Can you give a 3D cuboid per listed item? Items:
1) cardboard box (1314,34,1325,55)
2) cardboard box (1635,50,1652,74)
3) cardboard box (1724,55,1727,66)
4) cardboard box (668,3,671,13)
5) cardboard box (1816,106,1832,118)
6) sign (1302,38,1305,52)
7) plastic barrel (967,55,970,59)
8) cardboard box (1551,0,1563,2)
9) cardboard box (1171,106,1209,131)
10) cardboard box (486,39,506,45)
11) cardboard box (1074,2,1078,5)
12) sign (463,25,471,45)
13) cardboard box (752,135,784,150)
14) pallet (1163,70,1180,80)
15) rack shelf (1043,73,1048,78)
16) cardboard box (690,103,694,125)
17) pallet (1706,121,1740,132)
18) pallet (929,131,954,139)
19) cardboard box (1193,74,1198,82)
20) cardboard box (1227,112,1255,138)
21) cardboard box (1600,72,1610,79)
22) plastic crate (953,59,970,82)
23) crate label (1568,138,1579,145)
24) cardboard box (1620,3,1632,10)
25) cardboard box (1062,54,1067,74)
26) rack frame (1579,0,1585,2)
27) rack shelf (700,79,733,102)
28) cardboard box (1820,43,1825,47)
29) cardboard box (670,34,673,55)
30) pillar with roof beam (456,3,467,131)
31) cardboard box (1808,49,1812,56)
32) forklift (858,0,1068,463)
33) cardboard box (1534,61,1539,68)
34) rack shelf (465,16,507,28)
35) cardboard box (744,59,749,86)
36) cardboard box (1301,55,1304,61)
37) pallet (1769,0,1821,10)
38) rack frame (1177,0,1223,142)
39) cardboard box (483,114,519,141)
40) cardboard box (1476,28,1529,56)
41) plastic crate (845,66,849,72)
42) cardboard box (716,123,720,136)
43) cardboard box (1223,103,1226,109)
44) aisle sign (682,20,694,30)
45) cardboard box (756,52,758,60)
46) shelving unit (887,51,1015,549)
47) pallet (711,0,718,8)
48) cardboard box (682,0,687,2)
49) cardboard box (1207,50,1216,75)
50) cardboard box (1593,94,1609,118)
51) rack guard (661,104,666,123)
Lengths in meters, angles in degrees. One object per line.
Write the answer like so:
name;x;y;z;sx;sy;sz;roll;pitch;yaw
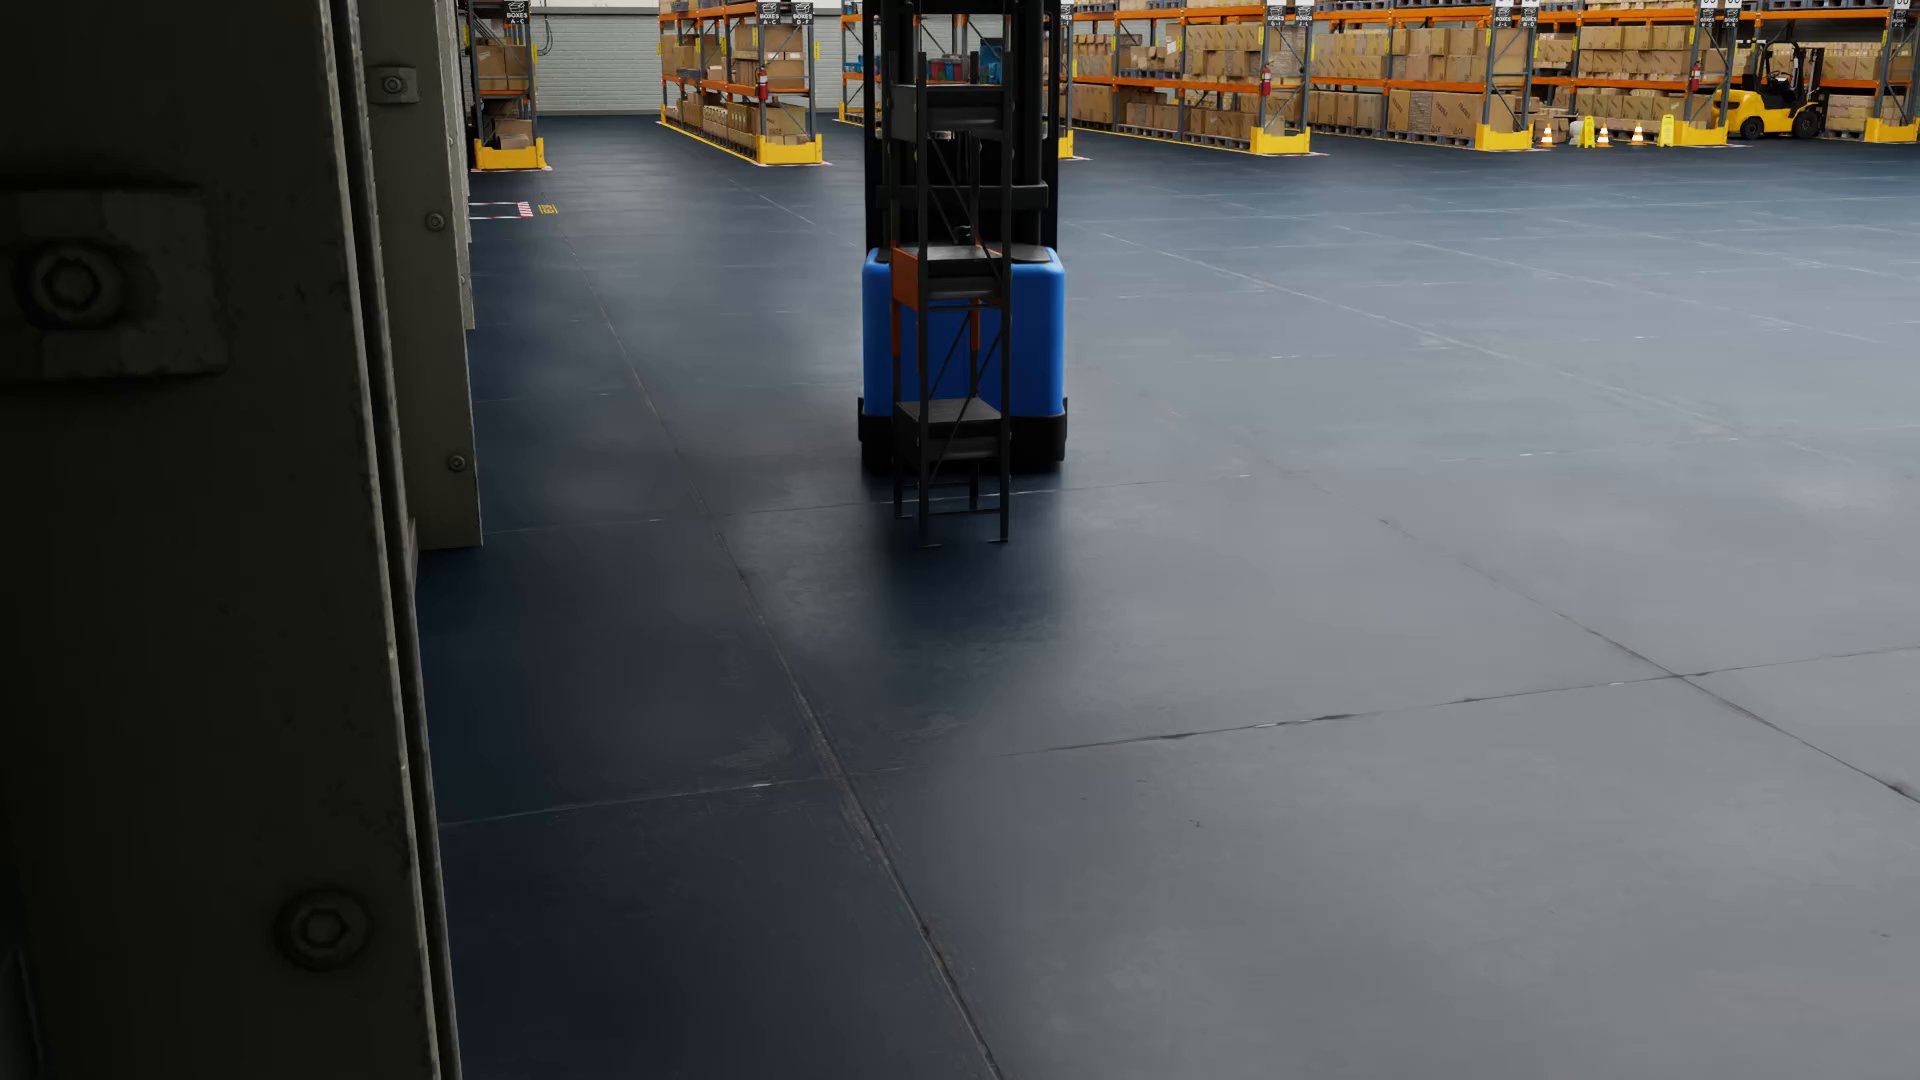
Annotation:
cardboard box;9.108;-12.123;40.685;0.700;0.500;0.500;-5;17;-16
cardboard box;15.243;-10.524;36.582;0.500;0.500;0.500;-5;17;-16
cardboard box;19.067;-11.852;41.088;0.500;0.250;0.500;-5;17;-17
cardboard box;-7.090;-13.436;42.015;0.500;0.250;0.500;-5;17;-15
cardboard box;19.972;-9.835;38.162;0.500;0.250;0.500;-5;17;-17
sign;8.475;-12.192;40.952;0.100;0.325;0.005;-5;17;-15
plastic barrel;0.280;-10.409;36.654;0.433;0.535;0.433;0;17;0
cardboard box;14.391;-12.890;39.468;0.500;0.250;0.500;-4;17;-15
cardboard box;5.148;-9.436;37.231;0.700;0.500;0.500;-6;18;-20
cardboard box;-9.864;-10.571;35.362;0.380;0.149;0.250;-8;18;-24
cardboard box;3.267;-13.989;42.692;0.700;0.500;0.500;-4;17;-14
sign;-8.431;-8.637;28.429;0.100;0.325;0.005;-5;17;-15
cardboard box;-3.562;-7.371;30.827;0.500;0.250;0.500;-5;17;-15
pallet;5.226;-10.382;37.133;1.003;0.211;1.213;-5;17;-15
rack shelf;2.548;-12.672;45.675;1.077;0.370;4.000;-5;17;-15
cardboard box;-6.104;-10.116;39.497;0.500;0.500;0.500;-5;18;-17
pallet;19.356;-10.293;41.351;1.003;0.211;1.213;-5;17;-15
pallet;-0.058;-9.076;37.299;1.003;0.211;1.213;-5;17;-15
cardboard box;5.218;-9.910;35.666;0.380;0.149;0.250;-5;17;-15
cardboard box;5.889;-8.659;34.681;0.500;0.500;0.500;-3;17;-10
cardboard box;14.859;-10.593;37.941;0.380;0.149;0.250;-4;17;-14
plastic crate;0.107;-9.999;35.416;0.402;0.464;0.583;-5;17;-15
crate label;13.316;-8.604;35.859;0.298;0.136;0.250;16;23;42
cardboard box;14.945;-11.881;37.014;0.380;0.149;0.250;-5;17;-16
cardboard box;2.984;-12.364;43.226;0.500;0.500;0.500;-5;17;-15
rack frame;14.825;-13.907;38.108;1.000;3.000;0.127;-5;17;-15
rack shelf;-4.779;-9.677;35.704;1.077;0.370;4.000;-5;17;-15
cardboard box;19.967;-11.328;38.133;0.380;0.149;0.250;-4;17;-14
cardboard box;-7.098;-12.608;42.300;0.500;0.500;0.500;-5;17;-15
pillar with roof beam;-8.075;-14.627;40.506;9.100;9.000;0.400;-5;17;-15
cardboard box;19.837;-11.248;38.382;0.380;0.149;0.250;-5;17;-16
forklift;0.006;-2.168;9.574;1.130;2.935;3.031;0;17;0
cardboard box;14.151;-11.519;40.292;0.380;0.149;0.250;-5;17;-15
rack shelf;-11.740;-12.934;41.332;1.077;0.370;4.000;-5;17;-15
cardboard box;-3.816;-9.110;32.391;0.700;0.500;0.500;-4;17;-14
cardboard box;8.420;-12.045;41.527;0.380;0.149;0.250;-4;17;-14
pallet;19.856;-12.588;39.084;1.003;0.211;1.213;-5;17;-15
rack frame;5.296;-10.251;36.363;1.000;3.000;0.127;-5;17;-15
cardboard box;-9.210;-8.292;33.422;0.700;0.500;0.500;-4;17;-13
cardboard box;11.128;-10.203;34.067;0.875;0.550;0.550;-5;17;-15
plastic crate;-3.004;-12.891;45.508;0.250;0.136;0.298;-5;17;-15
cardboard box;-4.901;-8.726;35.337;0.500;0.250;0.500;-4;17;-14
cardboard box;7.416;-11.942;45.702;0.380;0.149;0.250;-6;18;-18
aisle sign;-7.252;-14.076;44.579;0.394;0.787;0.004;-5;17;-15
cardboard box;-3.562;-8.954;30.746;0.380;0.149;0.250;-5;17;-16
shelving unit;-0.045;-1.051;7.302;0.431;2.100;0.503;-5;17;-15
pallet;-4.746;-11.431;35.408;1.003;0.211;1.213;-4;17;-13
cardboard box;-6.361;-13.270;40.122;0.600;0.600;0.600;-6;18;-20
cardboard box;5.698;-10.040;34.972;0.875;0.500;0.500;-5;17;-15
cardboard box;14.886;-9.946;38.094;0.500;0.500;0.500;-4;17;-13
rack guard;-7.507;-11.570;45.099;1.175;0.500;0.348;-5;17;-15
